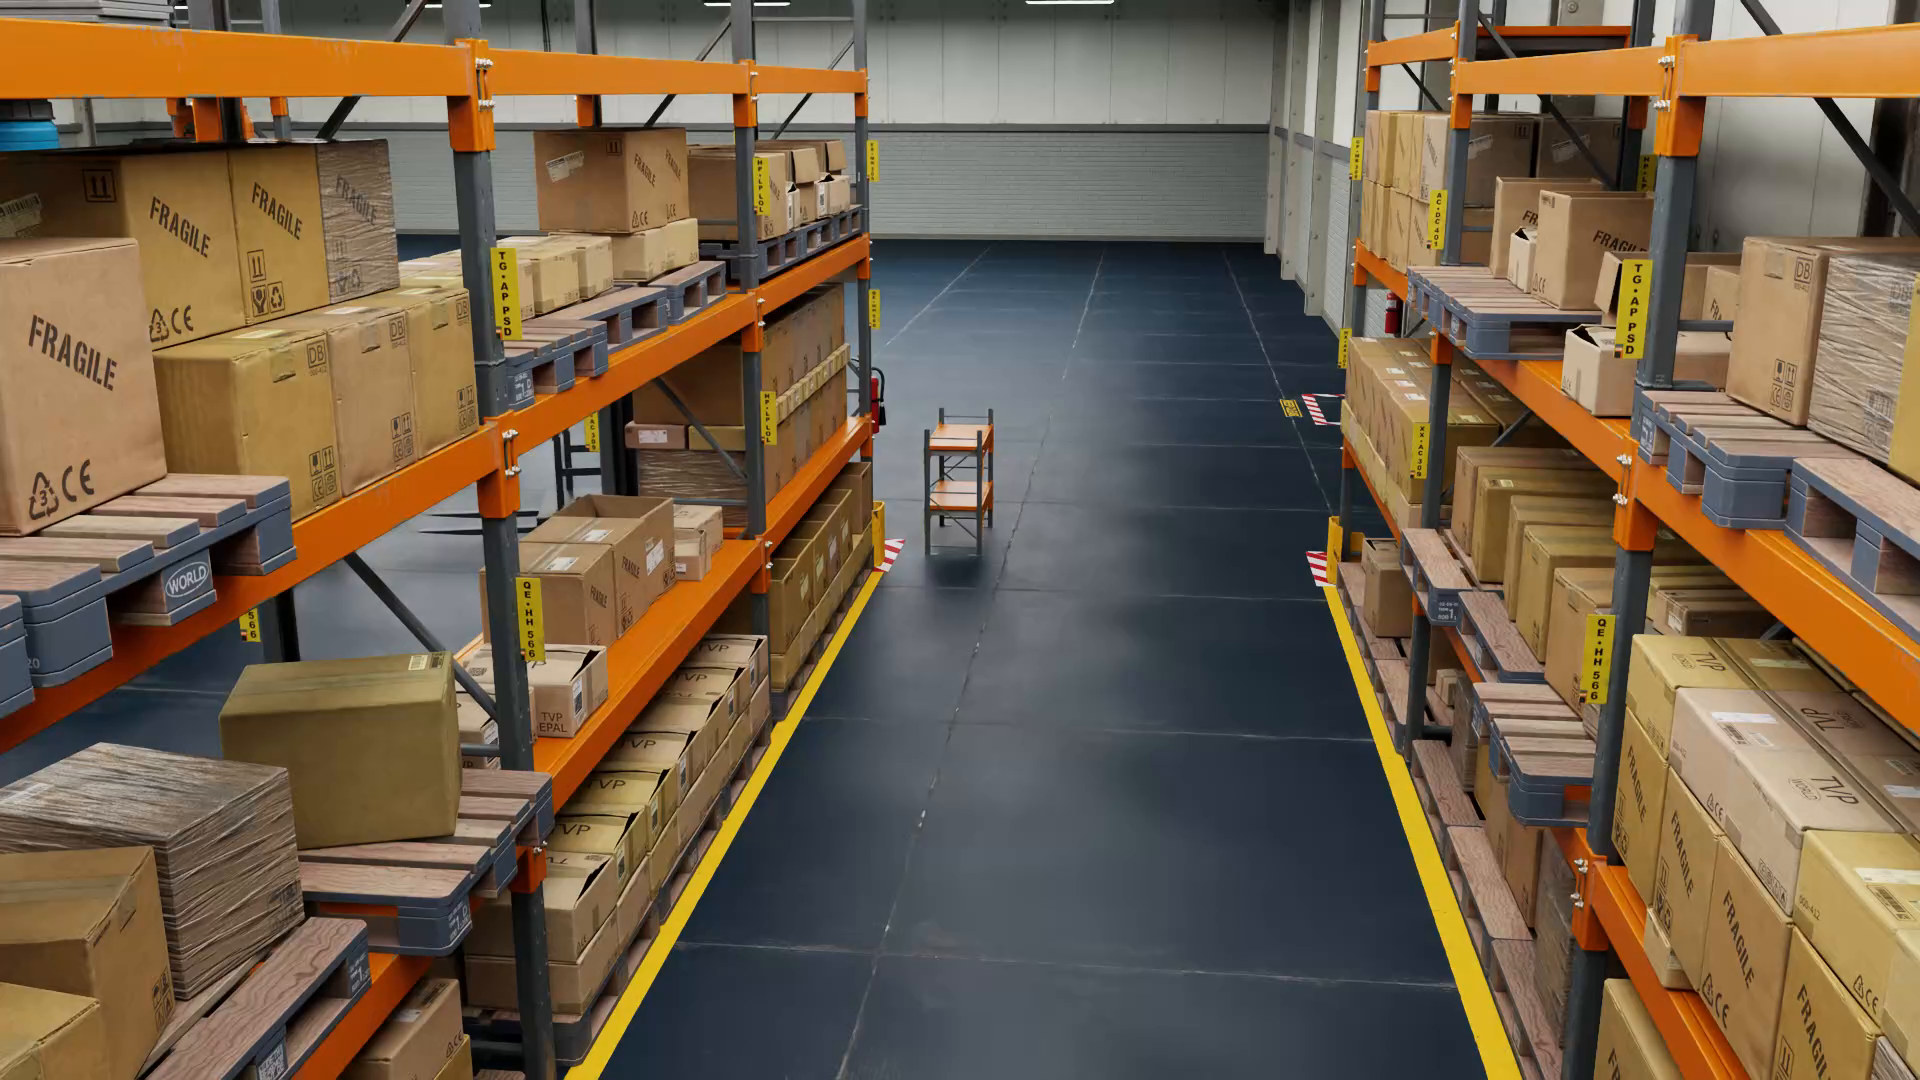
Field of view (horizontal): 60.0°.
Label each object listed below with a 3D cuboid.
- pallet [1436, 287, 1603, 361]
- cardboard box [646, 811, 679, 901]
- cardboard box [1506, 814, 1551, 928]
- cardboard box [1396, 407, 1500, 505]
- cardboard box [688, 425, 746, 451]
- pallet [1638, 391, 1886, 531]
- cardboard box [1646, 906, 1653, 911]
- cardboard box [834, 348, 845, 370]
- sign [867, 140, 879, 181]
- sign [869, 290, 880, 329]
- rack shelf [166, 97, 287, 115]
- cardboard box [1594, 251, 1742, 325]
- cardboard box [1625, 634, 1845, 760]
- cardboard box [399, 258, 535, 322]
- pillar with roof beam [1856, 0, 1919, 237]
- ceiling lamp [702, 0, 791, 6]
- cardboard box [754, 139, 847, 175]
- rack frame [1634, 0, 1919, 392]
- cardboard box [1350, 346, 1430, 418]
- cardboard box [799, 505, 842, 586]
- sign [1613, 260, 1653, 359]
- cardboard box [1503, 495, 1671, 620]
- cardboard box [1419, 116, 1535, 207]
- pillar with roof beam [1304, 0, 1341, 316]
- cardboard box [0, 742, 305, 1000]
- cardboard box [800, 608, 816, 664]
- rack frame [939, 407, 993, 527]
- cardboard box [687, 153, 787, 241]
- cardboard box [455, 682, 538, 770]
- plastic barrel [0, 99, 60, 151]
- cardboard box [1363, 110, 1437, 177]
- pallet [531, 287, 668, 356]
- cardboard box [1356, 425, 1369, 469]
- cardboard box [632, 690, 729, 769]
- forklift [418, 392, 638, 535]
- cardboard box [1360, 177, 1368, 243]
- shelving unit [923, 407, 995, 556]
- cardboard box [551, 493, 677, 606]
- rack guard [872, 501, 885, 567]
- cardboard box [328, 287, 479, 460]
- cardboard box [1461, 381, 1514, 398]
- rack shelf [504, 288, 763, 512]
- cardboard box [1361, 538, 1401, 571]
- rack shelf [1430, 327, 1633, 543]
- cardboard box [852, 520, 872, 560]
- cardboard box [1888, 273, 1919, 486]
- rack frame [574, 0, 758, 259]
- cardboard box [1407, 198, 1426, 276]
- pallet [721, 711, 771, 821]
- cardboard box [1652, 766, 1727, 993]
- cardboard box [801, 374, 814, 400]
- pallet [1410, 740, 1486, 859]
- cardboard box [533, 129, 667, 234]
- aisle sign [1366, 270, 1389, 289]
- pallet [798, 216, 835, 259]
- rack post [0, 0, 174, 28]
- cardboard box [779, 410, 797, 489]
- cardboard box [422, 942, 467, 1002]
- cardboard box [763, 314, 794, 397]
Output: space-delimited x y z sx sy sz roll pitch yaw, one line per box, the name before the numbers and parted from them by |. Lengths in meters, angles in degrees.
pallet | 2.930 -1.017 7.790 1.213 0.211 1.003 2 15 6
cardboard box | -1.695 1.539 8.188 0.500 0.250 0.500 1 15 5
cardboard box | 2.999 1.498 7.822 0.700 0.500 0.500 2 15 6
cardboard box | 2.965 -0.517 10.139 0.500 0.500 0.500 2 15 6
cardboard box | -1.481 -0.656 10.407 0.380 0.149 0.250 2 15 6
pallet | 2.748 -0.237 4.905 1.213 0.211 1.003 2 15 9
cardboard box | 2.463 1.207 5.395 0.380 0.149 0.250 2 15 7
cardboard box | -1.134 -1.457 13.369 0.380 0.149 0.250 2 15 8
sign | -0.714 -3.086 13.536 0.100 0.325 0.005 2 15 6
sign | -0.714 -1.922 13.851 0.100 0.325 0.005 2 15 6
rack shelf | -6.399 -3.252 12.093 1.077 0.370 4.000 2 15 6
cardboard box | 3.006 -0.889 6.721 0.797 0.503 0.637 4 16 14
cardboard box | 2.457 0.506 5.308 0.500 0.250 0.500 2 15 8
cardboard box | -2.118 -1.027 6.951 0.500 0.250 0.500 2 15 8
pillar with roof beam | -0.504 -2.383 6.734 9.100 9.000 0.400 2 15 6
ceiling lamp | -4.822 -13.771 37.667 2.000 3.185 0.800 2 15 6
cardboard box | -1.321 -2.887 13.076 0.797 0.503 0.637 3 15 10
rack frame | 2.768 -1.944 5.113 1.000 3.000 0.127 2 15 6
cardboard box | 3.252 -1.180 12.590 0.500 0.500 0.500 2 15 6
cardboard box | -1.173 0.032 12.324 0.500 0.500 0.500 2 15 6
sign | 2.229 -0.762 5.498 0.100 0.325 0.005 2 15 6
cardboard box | 3.014 0.101 8.007 0.700 0.500 0.500 4 16 14
cardboard box | 3.006 -2.212 9.705 0.500 0.500 0.500 0 15 1
pillar with roof beam | 2.205 -8.607 29.754 9.100 9.000 0.400 2 15 6
cardboard box | -2.407 0.954 4.891 0.700 0.500 0.500 5 16 17
cardboard box | -1.288 0.653 11.463 0.500 0.250 0.500 2 15 6
rack frame | 0.057 -0.673 15.496 0.500 1.125 0.032 2 15 6
cardboard box | -1.385 -2.120 10.245 0.500 0.500 0.500 3 15 11
cardboard box | -2.070 0.757 6.787 0.500 0.311 0.500 3 15 10
plastic barrel | -6.406 -2.525 11.243 0.600 0.901 0.708 2 15 6
cardboard box | 3.386 -3.019 12.688 0.500 0.500 0.500 1 15 2
pallet | -2.044 -1.019 7.798 1.003 0.211 1.213 2 15 9
cardboard box | 3.192 -0.676 12.165 0.500 0.250 0.500 1 15 5
cardboard box | -1.575 1.001 9.101 0.500 0.311 0.500 2 15 6
forklift | -3.302 -1.417 14.786 3.031 2.935 1.130 -2 15 -8
cardboard box | 3.384 -2.550 12.868 0.500 0.500 0.500 2 15 8
shelving unit | -0.001 -0.541 15.009 0.538 1.125 1.048 2 15 6
cardboard box | -1.866 0.056 9.015 0.500 0.500 0.500 3 15 10
rack guard | -1.249 -0.068 14.454 1.175 0.500 0.348 2 15 6
cardboard box | -2.171 -0.575 5.605 0.910 0.500 0.500 2 15 6
cardboard box | 3.603 -0.764 11.053 0.500 0.500 0.500 2 15 8
rack shelf | -1.929 -0.813 8.052 1.077 0.370 4.000 2 15 6
cardboard box | 3.503 0.139 13.209 0.500 0.311 0.500 0 15 0
rack shelf | 2.993 -0.668 7.516 1.077 0.370 4.000 2 15 6
cardboard box | -1.019 0.004 13.863 0.500 0.250 0.500 2 15 6
cardboard box | 2.687 -0.347 3.919 0.700 0.500 0.500 2 15 9
rack frame | -1.703 -3.127 9.485 1.000 3.000 0.127 2 15 6
cardboard box | 3.100 -1.861 10.320 0.500 0.500 0.500 0 15 2
pallet | -1.748 1.308 9.921 1.003 0.211 1.213 2 15 6
cardboard box | 2.390 1.004 4.902 0.500 0.500 0.500 2 15 8
cardboard box | -1.279 -1.122 12.132 0.380 0.149 0.250 1 15 5
pallet | 3.133 1.462 9.349 1.003 0.211 1.213 2 15 6
cardboard box | -1.853 -1.864 8.608 0.500 0.500 0.500 3 15 12
aisle sign | 3.380 -2.406 13.331 0.394 0.787 0.004 2 15 6
pallet | -1.493 -2.173 11.876 1.003 0.211 1.213 2 15 6
rack post | -6.361 -3.771 12.013 0.937 0.300 0.954 1 15 5
cardboard box | -1.546 -0.661 11.669 0.700 0.500 0.500 2 15 7
cardboard box | -2.338 1.788 7.267 0.500 0.250 0.500 2 15 8
cardboard box | -1.547 -1.281 11.477 0.700 0.500 0.500 2 15 6
